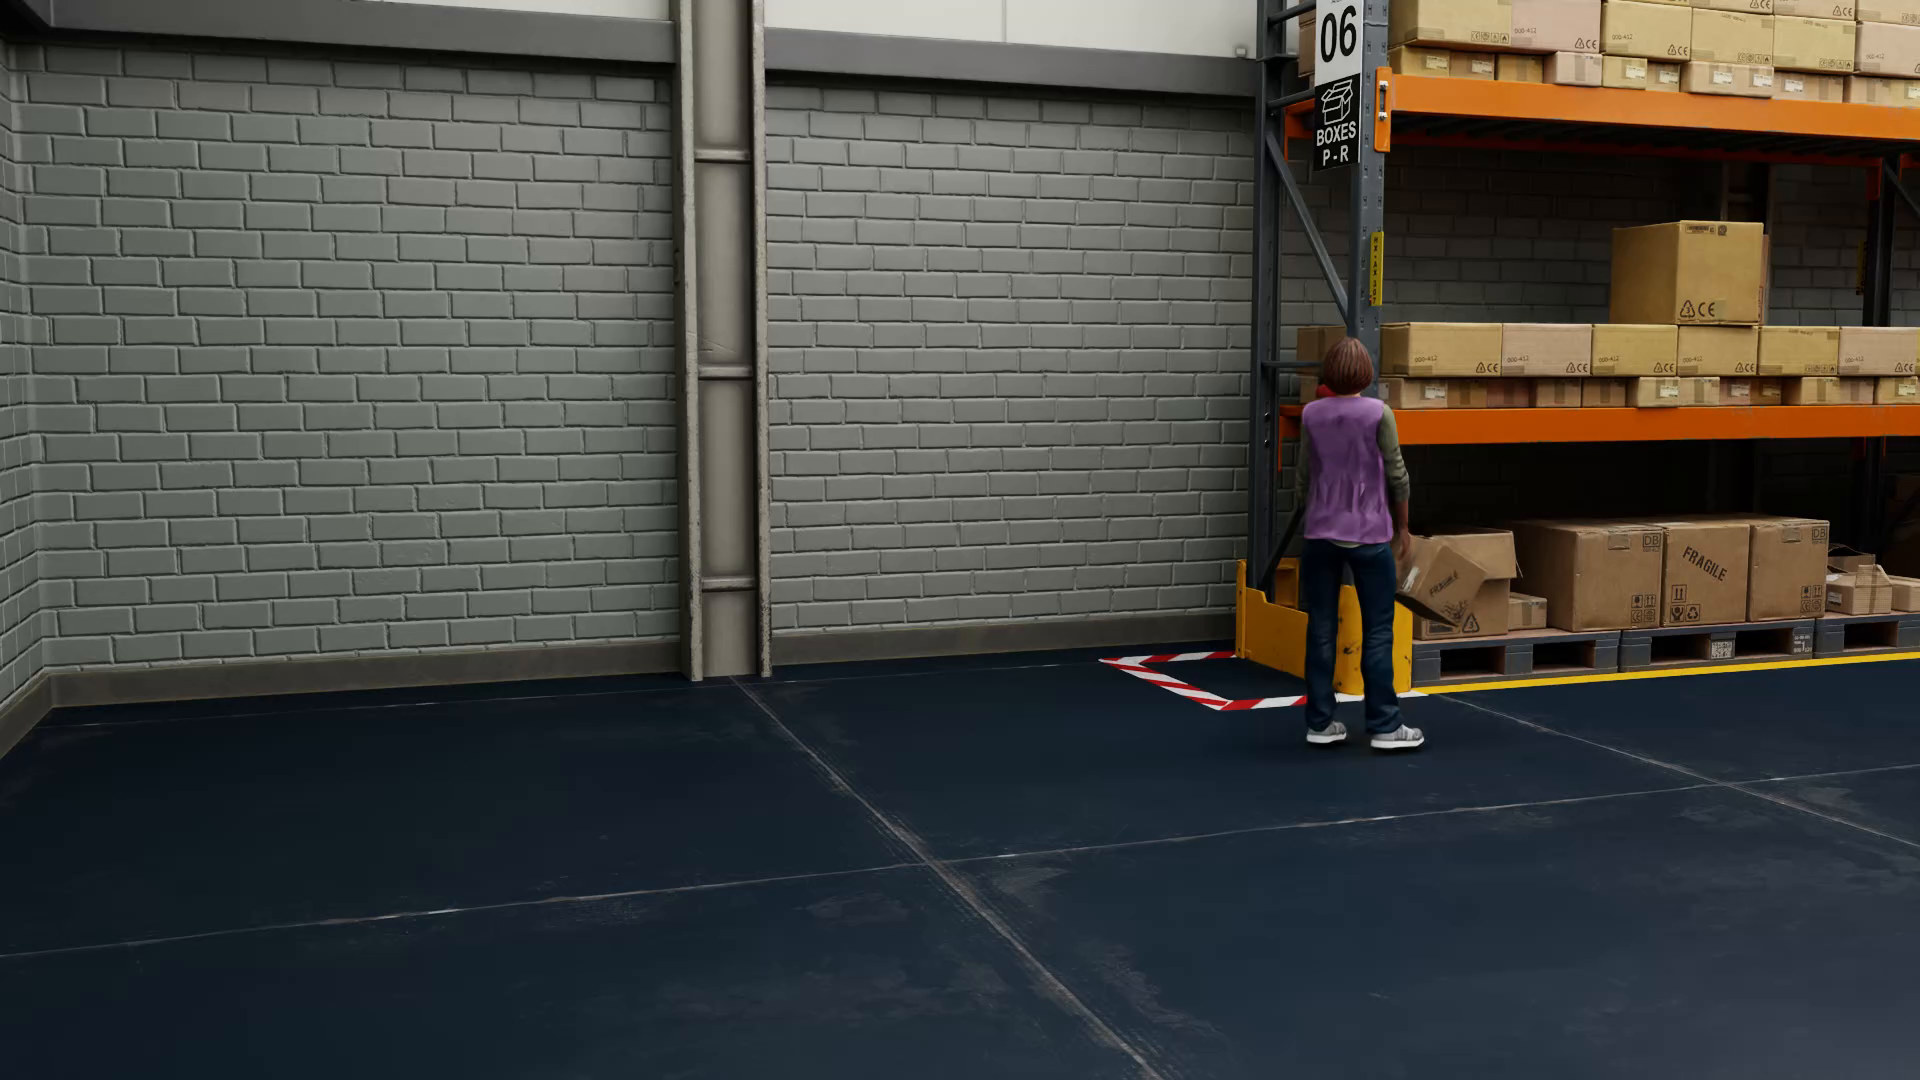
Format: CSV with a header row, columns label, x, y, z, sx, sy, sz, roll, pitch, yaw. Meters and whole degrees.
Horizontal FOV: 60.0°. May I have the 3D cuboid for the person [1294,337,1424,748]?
label,x,y,z,sx,sy,sz,roll,pitch,yaw
person,1.553,0.024,6.505,0.498,1.582,0.395,3,7,30
